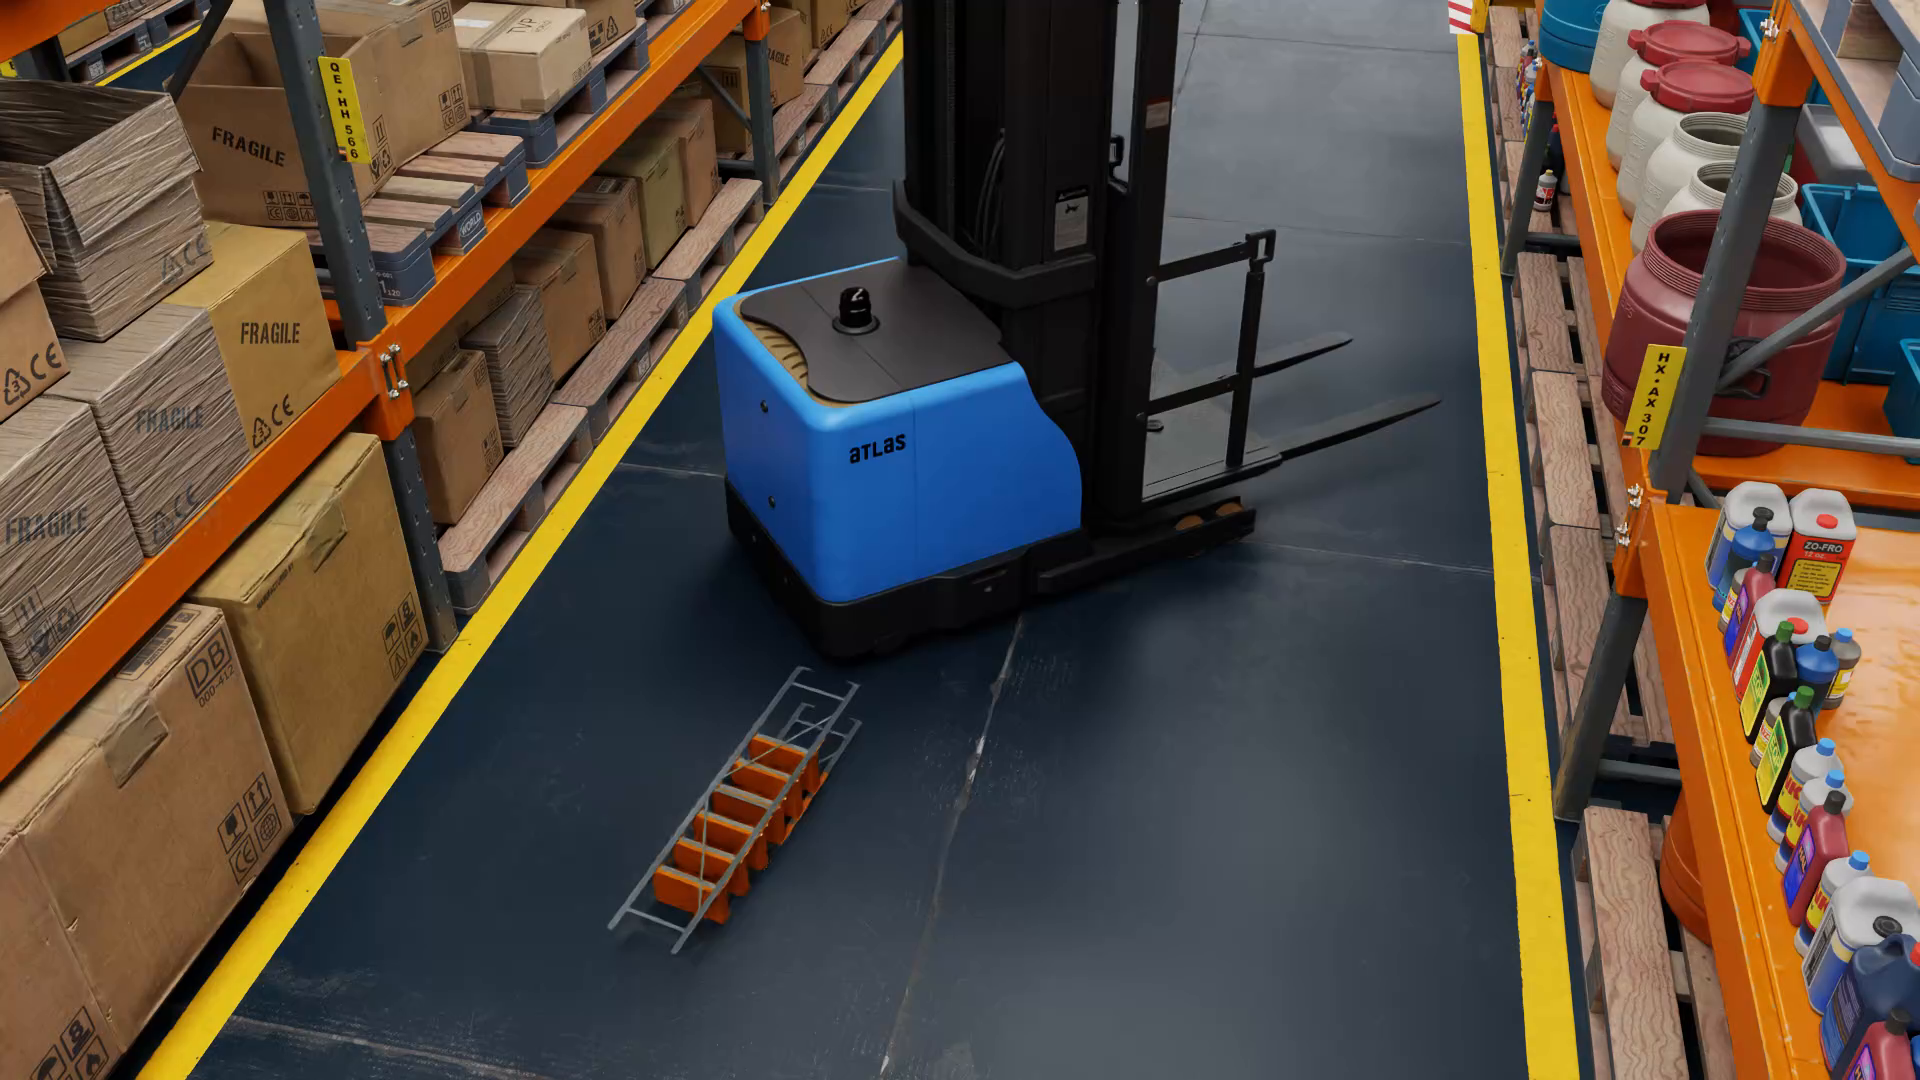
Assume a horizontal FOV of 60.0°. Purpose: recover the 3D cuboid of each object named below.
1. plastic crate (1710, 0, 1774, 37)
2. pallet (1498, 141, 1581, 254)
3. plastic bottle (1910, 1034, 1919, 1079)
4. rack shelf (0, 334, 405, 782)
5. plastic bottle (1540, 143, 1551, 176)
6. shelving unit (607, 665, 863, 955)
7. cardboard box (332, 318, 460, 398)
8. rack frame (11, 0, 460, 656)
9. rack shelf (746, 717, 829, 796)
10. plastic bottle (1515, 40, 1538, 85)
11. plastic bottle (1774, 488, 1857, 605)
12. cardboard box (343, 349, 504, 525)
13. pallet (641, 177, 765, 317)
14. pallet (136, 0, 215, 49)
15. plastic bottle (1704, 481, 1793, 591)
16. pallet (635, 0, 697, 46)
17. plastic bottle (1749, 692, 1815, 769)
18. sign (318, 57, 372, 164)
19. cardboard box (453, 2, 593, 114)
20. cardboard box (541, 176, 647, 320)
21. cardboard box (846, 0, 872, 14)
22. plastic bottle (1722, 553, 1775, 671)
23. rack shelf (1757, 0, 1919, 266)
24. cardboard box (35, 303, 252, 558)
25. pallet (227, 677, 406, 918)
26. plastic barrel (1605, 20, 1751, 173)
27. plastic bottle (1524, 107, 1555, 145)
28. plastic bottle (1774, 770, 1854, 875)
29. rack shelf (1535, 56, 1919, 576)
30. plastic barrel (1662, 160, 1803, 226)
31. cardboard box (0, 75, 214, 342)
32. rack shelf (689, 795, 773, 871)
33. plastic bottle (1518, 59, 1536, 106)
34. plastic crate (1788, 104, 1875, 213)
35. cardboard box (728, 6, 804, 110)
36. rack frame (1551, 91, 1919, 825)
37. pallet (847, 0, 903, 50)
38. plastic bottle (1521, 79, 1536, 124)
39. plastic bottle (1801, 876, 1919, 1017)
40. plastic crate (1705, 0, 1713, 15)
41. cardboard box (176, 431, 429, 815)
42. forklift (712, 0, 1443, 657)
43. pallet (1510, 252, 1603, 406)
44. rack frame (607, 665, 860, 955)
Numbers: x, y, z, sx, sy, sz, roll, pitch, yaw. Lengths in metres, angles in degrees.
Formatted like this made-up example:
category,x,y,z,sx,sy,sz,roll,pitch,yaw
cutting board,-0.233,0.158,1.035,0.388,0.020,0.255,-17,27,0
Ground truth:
category,x,y,z,sx,sy,sz,roll,pitch,yaw
plastic crate,3.505,-2.265,7.264,0.402,0.464,0.583,7,37,10
pallet,3.494,-1.806,9.061,1.003,0.211,1.213,7,37,10
plastic bottle,1.719,0.970,2.966,0.097,0.271,0.097,0,36,0
rack shelf,-2.811,0.555,4.041,1.077,0.370,4.000,7,37,10
plastic bottle,3.090,-1.950,8.825,0.061,0.283,0.133,9,37,12
shelving unit,-0.694,0.893,5.368,0.258,0.189,1.200,16,43,18
cardboard box,-2.270,-0.740,6.331,0.500,0.250,0.500,9,37,12
rack frame,-2.383,-0.882,5.412,1.000,3.000,0.127,7,37,10
rack shelf,-0.578,0.723,5.565,0.258,0.180,0.103,16,43,18
plastic bottle,3.472,-2.921,10.174,0.097,0.271,0.097,0,36,0
plastic bottle,2.196,0.015,4.279,0.152,0.276,0.135,7,37,10
cardboard box,-2.260,-0.435,6.549,0.700,0.500,0.500,5,36,8
pallet,-1.694,-1.600,8.778,1.003,0.211,1.213,7,37,10
pallet,-5.856,-3.854,11.888,1.003,0.211,1.213,7,37,10
plastic bottle,2.047,-0.004,4.305,0.152,0.276,0.135,7,37,10
pallet,-1.834,-2.678,8.052,1.003,0.211,1.213,7,37,10
plastic bottle,1.868,0.431,3.768,0.097,0.201,0.097,0,36,0
sign,-1.841,-1.284,4.978,0.100,0.325,0.005,7,37,10
cardboard box,-1.801,-1.924,6.618,0.500,0.250,0.500,6,36,9
cardboard box,-1.921,-1.400,7.881,0.700,0.500,0.500,4,36,6
cardboard box,-0.919,-3.924,11.380,0.500,0.500,0.500,17,39,22
plastic bottle,1.932,0.176,4.051,0.061,0.283,0.133,7,37,10
rack shelf,2.028,-0.038,2.304,1.077,0.370,4.000,7,37,10
cardboard box,-2.359,-0.324,4.556,0.500,0.500,0.500,7,37,10
pallet,-2.625,0.689,5.619,1.003,0.211,1.213,7,37,10
plastic barrel,2.734,-1.668,6.380,0.433,0.535,0.433,0,36,0
plastic bottle,3.276,-2.361,9.334,0.144,0.351,0.185,7,37,10
plastic bottle,1.798,0.591,3.488,0.097,0.271,0.097,0,36,0
rack shelf,2.882,-1.117,6.348,1.077,0.370,4.000,7,37,10
plastic barrel,2.466,-0.923,5.373,0.421,0.512,0.421,0,36,0
cardboard box,-2.555,-0.912,4.512,0.797,0.503,0.637,9,37,12
rack shelf,-0.725,0.938,5.316,0.258,0.180,0.103,16,43,18
plastic bottle,3.399,-2.725,9.903,0.097,0.271,0.097,0,36,0
plastic crate,3.099,-1.176,5.761,0.402,0.464,0.583,7,37,10
cardboard box,-1.290,-2.887,9.950,0.500,0.500,0.500,19,40,24
rack frame,2.455,-0.262,4.555,1.000,3.000,0.127,7,37,10
pallet,-0.899,-3.835,11.861,1.003,0.211,1.213,7,37,10
plastic bottle,3.334,-2.551,9.664,0.097,0.271,0.097,0,36,0
plastic bottle,1.751,0.791,3.208,0.152,0.276,0.135,7,37,10
plastic crate,3.546,-2.814,8.129,0.767,0.338,0.504,7,37,10
cardboard box,-2.551,0.201,5.370,1.225,0.875,0.875,6,36,8
forklift,0.611,-1.372,6.146,3.031,2.935,1.130,-18,39,-23
pallet,3.180,-0.971,7.909,1.003,0.211,1.213,7,37,10
rack frame,-0.695,0.823,5.309,0.240,0.006,1.200,16,43,18
